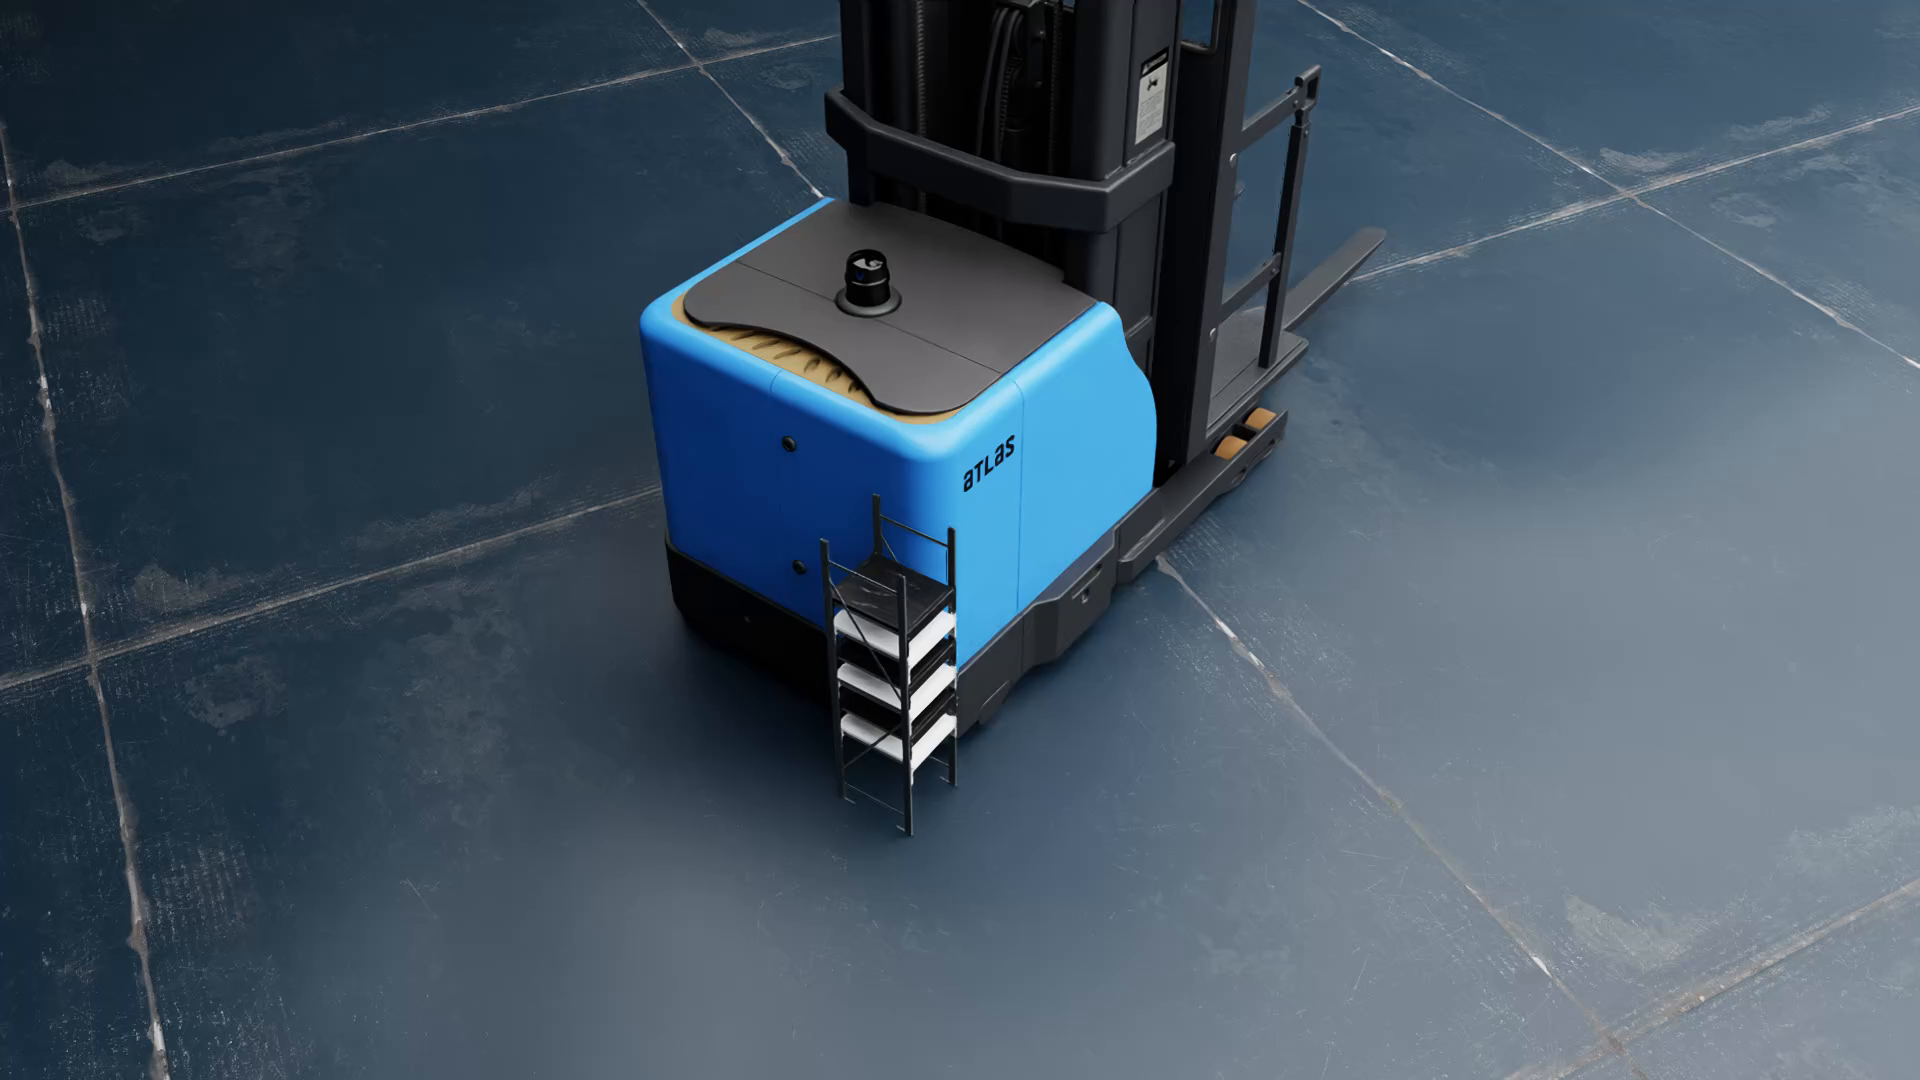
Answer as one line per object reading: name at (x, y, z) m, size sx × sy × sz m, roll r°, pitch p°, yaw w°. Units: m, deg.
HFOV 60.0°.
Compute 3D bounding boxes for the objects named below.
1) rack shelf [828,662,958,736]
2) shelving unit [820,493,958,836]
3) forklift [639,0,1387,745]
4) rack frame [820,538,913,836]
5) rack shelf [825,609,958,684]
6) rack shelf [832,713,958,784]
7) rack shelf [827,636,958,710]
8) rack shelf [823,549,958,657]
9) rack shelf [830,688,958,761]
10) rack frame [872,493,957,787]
rack shelf at (-0.167, 0.355, 4.185) m, size 0.258 × 0.077 × 0.200 m, roll 24°, pitch 46°, yaw 25°
shelving unit at (-0.167, 0.330, 4.164) m, size 0.258 × 0.900 × 0.210 m, roll 24°, pitch 46°, yaw 25°
forklift at (0.436, -1.466, 4.713) m, size 1.130 × 2.935 × 3.031 m, roll 26°, pitch 47°, yaw 27°
rack frame at (-0.224, 0.384, 4.099) m, size 0.240 × 0.900 × 0.006 m, roll 24°, pitch 46°, yaw 25°
rack shelf at (-0.167, 0.218, 4.069) m, size 0.258 × 0.077 × 0.200 m, roll 24°, pitch 46°, yaw 25°
rack shelf at (-0.167, 0.493, 4.302) m, size 0.258 × 0.077 × 0.200 m, roll 24°, pitch 46°, yaw 25°
rack shelf at (-0.167, 0.287, 4.127) m, size 0.258 × 0.077 × 0.200 m, roll 24°, pitch 46°, yaw 25°
rack shelf at (-0.167, 0.149, 4.011) m, size 0.258 × 0.077 × 0.200 m, roll 24°, pitch 46°, yaw 25°
rack shelf at (-0.167, 0.424, 4.243) m, size 0.258 × 0.077 × 0.200 m, roll 24°, pitch 46°, yaw 25°
rack frame at (-0.110, 0.275, 4.228) m, size 0.240 × 0.900 × 0.006 m, roll 24°, pitch 46°, yaw 25°
